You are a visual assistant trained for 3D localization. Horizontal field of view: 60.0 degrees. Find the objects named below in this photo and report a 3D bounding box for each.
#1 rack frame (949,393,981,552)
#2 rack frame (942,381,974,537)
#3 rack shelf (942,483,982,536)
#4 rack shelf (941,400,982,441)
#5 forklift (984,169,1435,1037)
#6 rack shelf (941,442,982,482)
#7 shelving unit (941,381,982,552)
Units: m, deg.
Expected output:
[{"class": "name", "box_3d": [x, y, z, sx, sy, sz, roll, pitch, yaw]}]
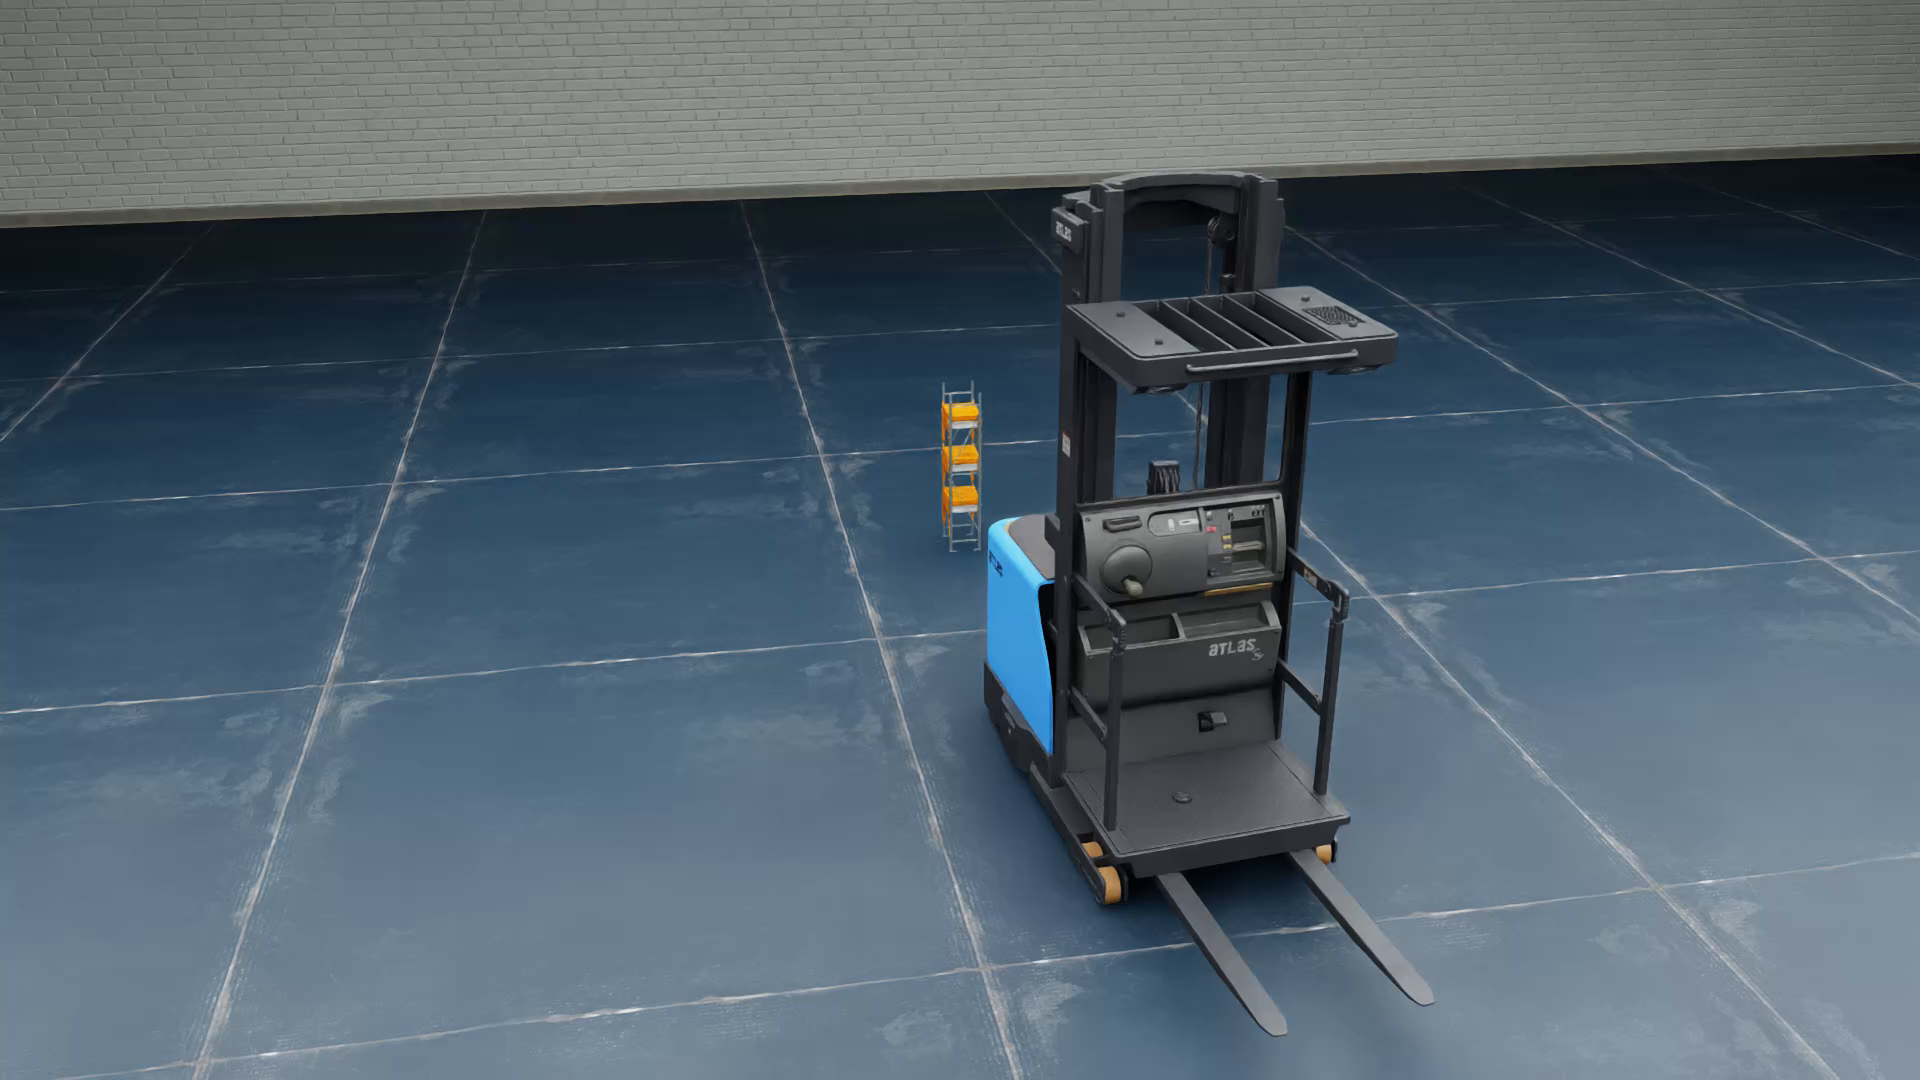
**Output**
[{"class": "rack frame", "box_3d": [0.032, -0.412, 10.382, 0.200, 1.050, 0.008, -4, 24, -10]}, {"class": "rack frame", "box_3d": [-0.013, -0.508, 10.602, 0.200, 1.050, 0.008, -4, 24, -10]}, {"class": "rack shelf", "box_3d": [0.010, -0.196, 10.607, 0.215, 0.259, 0.240, -4, 24, -10]}, {"class": "rack shelf", "box_3d": [0.010, -0.710, 10.382, 0.215, 0.259, 0.240, -4, 24, -10]}, {"class": "forklift", "box_3d": [1.031, 0.050, 6.973, 1.130, 2.935, 3.031, -7, 24, -15]}, {"class": "rack shelf", "box_3d": [0.010, -0.450, 10.496, 0.215, 0.259, 0.240, -4, 24, -10]}, {"class": "shelving unit", "box_3d": [0.010, -0.460, 10.492, 0.215, 1.050, 0.252, -4, 24, -10]}]
